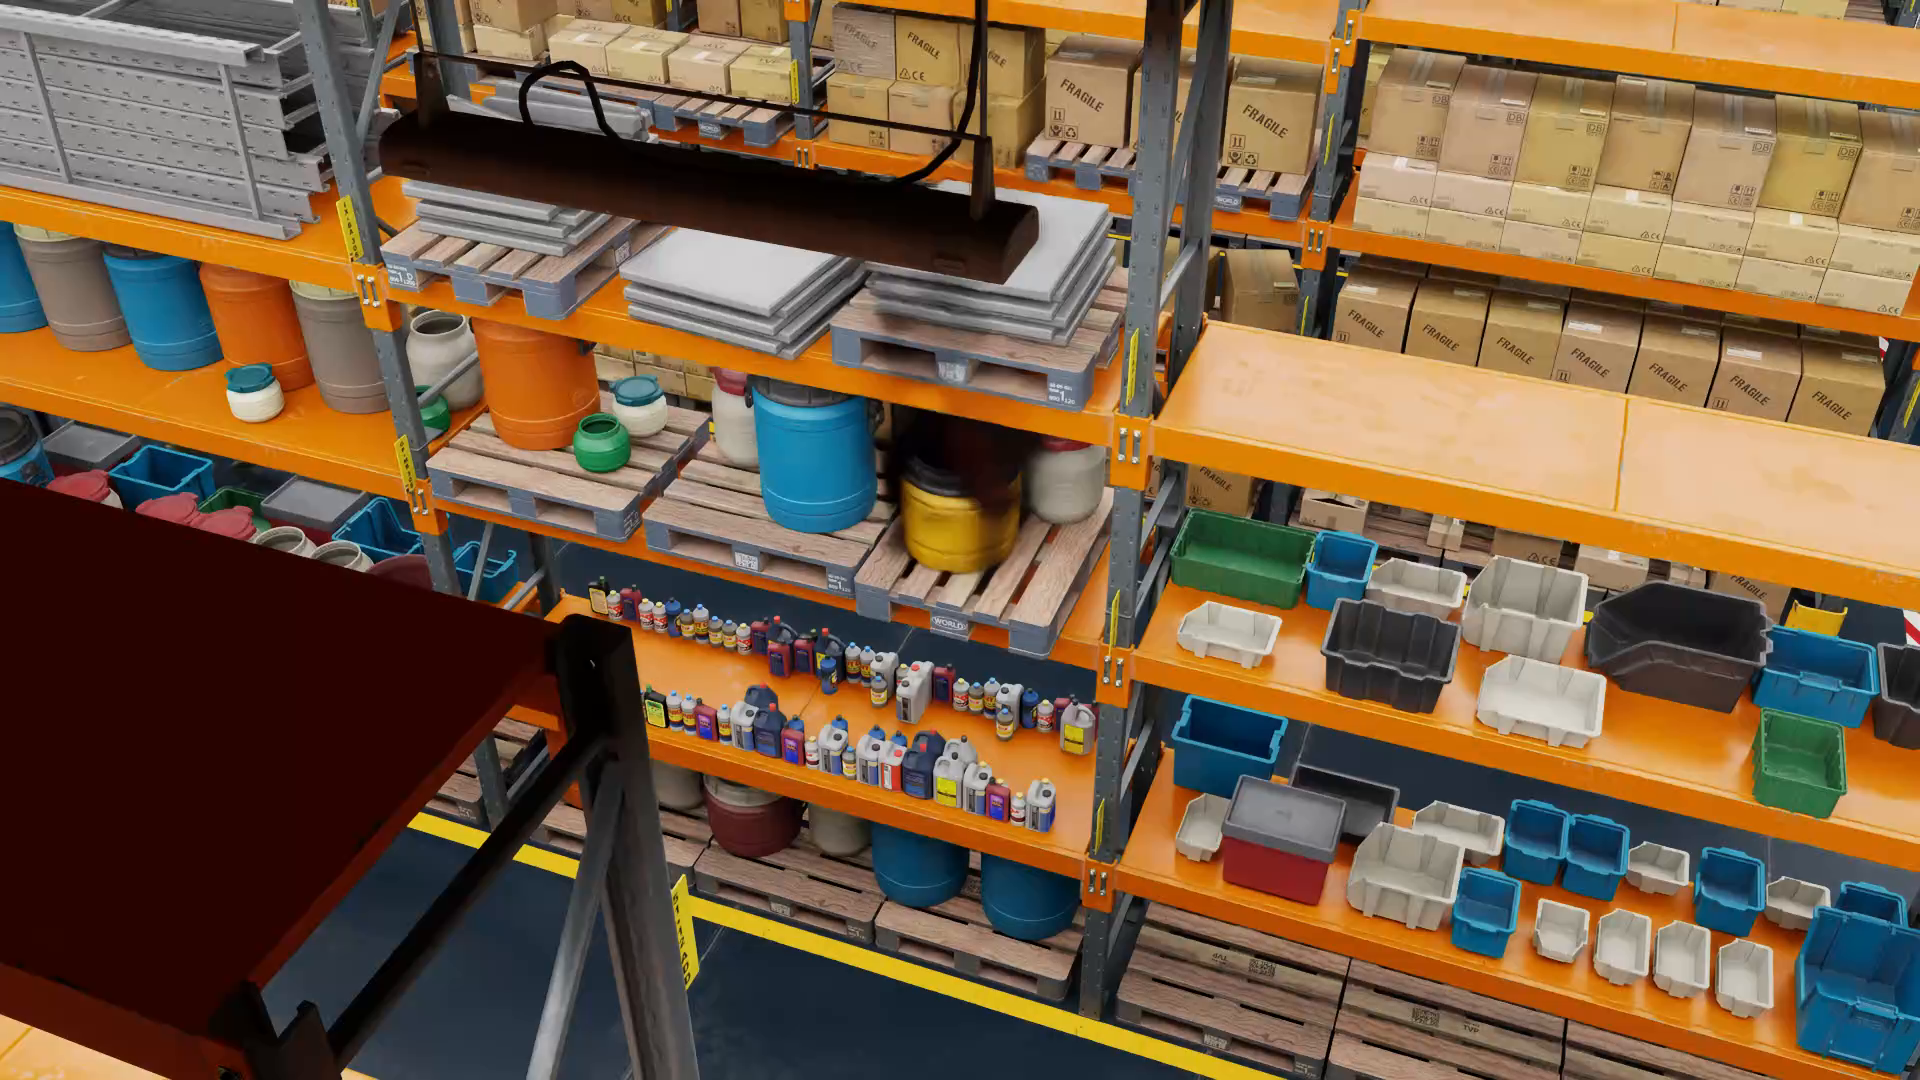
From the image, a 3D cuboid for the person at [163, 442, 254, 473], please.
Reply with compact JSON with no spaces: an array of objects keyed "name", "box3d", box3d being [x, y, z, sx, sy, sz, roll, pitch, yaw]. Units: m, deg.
[{"name":"person","box3d":[-6.308,-1.283,13.610,0.950,1.825,0.696,7,37,10]}]
